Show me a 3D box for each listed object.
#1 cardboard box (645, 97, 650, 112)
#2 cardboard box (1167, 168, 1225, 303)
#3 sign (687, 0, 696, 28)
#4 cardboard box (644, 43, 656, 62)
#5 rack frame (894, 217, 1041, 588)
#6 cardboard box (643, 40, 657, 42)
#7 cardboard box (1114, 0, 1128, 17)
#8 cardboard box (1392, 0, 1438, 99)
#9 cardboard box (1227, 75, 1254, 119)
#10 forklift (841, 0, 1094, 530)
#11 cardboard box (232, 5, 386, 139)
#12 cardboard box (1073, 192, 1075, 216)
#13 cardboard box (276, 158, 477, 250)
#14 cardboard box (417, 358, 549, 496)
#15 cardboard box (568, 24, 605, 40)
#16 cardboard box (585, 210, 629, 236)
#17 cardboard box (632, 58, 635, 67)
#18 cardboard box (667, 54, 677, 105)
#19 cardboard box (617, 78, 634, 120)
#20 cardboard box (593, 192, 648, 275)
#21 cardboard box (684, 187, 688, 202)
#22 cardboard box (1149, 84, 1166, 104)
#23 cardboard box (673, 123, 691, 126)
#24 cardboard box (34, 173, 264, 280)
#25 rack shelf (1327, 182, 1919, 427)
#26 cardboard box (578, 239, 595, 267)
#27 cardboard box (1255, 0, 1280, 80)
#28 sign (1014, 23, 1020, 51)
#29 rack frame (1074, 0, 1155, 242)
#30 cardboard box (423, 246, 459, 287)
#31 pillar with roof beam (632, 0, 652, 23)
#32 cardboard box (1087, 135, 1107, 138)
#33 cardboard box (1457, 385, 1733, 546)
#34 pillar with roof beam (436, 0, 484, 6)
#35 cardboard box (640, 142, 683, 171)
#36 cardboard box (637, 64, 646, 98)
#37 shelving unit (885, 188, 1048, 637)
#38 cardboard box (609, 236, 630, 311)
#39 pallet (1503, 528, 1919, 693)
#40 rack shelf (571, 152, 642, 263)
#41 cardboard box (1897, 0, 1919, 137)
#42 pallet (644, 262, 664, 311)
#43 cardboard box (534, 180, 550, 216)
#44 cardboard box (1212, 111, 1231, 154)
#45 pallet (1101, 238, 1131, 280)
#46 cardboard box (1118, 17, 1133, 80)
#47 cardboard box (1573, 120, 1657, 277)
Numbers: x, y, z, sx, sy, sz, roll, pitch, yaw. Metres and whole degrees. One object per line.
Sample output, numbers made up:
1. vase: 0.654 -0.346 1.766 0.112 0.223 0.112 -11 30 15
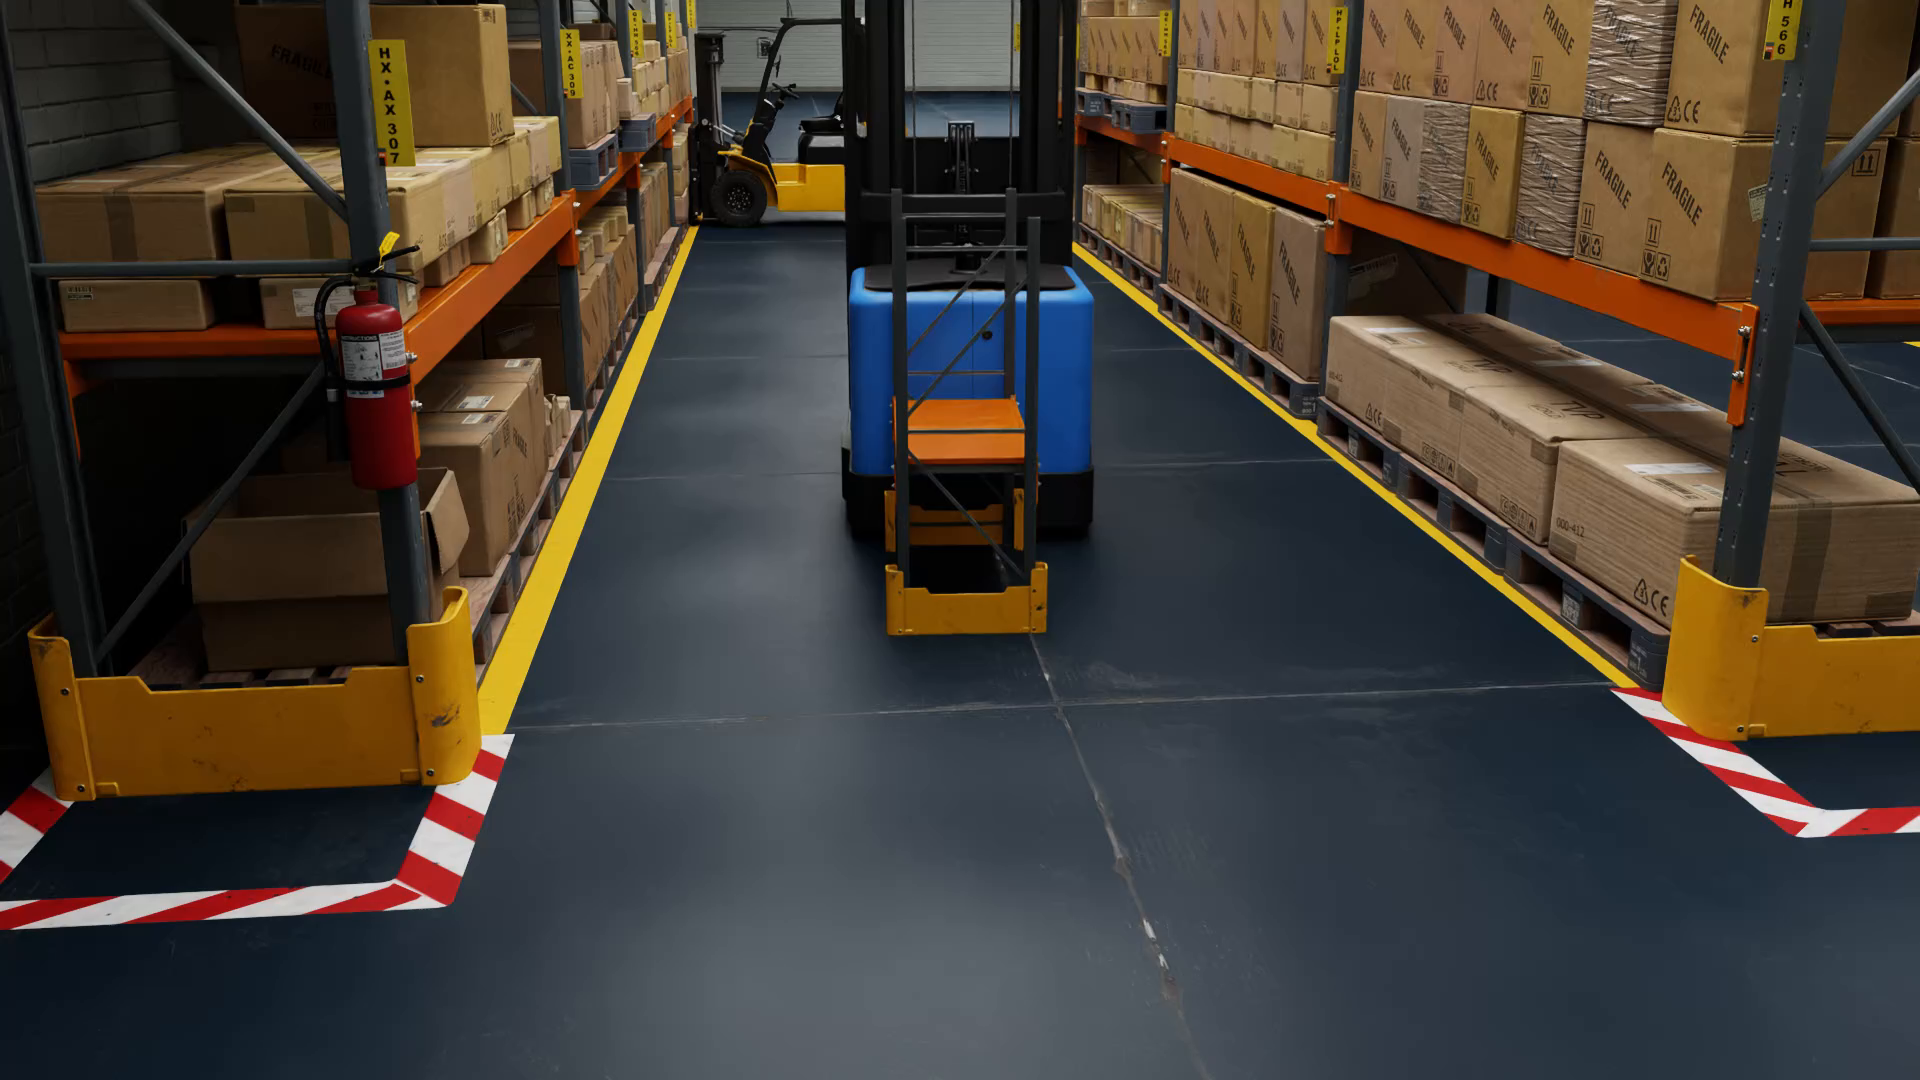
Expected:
1. cardboard box: -2.781 -3.479 13.501 0.500 0.250 0.500 -2 18 -7
2. cardboard box: 2.054 -2.240 12.151 0.875 0.875 0.875 -2 18 -6
3. sign: -3.155 -6.169 19.490 0.100 0.325 0.005 -2 18 -6
4. cardboard box: -2.762 -4.105 13.995 0.380 0.149 0.250 -2 18 -7
5. rack frame: 0.024 -0.380 5.884 0.500 1.500 0.032 -1 17 -3
6. cardboard box: -3.055 -4.759 16.079 0.380 0.149 0.250 -2 18 -7
7. cardboard box: 1.564 -4.682 14.634 0.380 0.149 0.250 -1 17 -3
8. cardboard box: 2.332 -2.295 7.643 0.500 0.500 0.500 -2 18 -6
9. cardboard box: 2.003 -2.816 10.554 0.500 0.250 0.500 -1 17 -5
10. forklift: -0.017 -1.831 8.115 1.130 2.935 3.031 -1 17 -3
11. cardboard box: -2.570 -1.892 6.697 0.500 0.500 0.500 -2 18 -7
12. cardboard box: 1.325 -3.510 17.239 0.500 0.250 0.500 -1 17 -3
13. cardboard box: -1.877 -1.088 5.389 0.500 0.250 0.500 -2 17 -5
14. cardboard box: -2.171 -0.482 7.177 0.700 0.500 0.500 -2 18 -8
15. cardboard box: -3.617 -4.884 15.980 0.380 0.149 0.250 -2 18 -6
16. cardboard box: -2.509 -2.205 11.582 0.380 0.149 0.250 -3 18 -9
17. cardboard box: -2.611 -3.569 12.286 0.380 0.149 0.250 -1 17 -4
18. cardboard box: -3.140 -4.642 16.788 0.500 0.500 0.500 -1 17 -5
19. cardboard box: -2.440 -2.932 11.057 0.500 0.250 0.500 -3 18 -8
20. cardboard box: -2.922 -2.361 12.953 0.875 0.625 0.625 -1 17 -4
21. cardboard box: -3.072 -3.493 17.184 0.500 0.250 0.500 -2 18 -7
22. cardboard box: 1.698 -3.510 13.069 0.380 0.149 0.250 -2 17 -5
23. cardboard box: -3.339 -4.729 19.452 0.500 0.250 0.500 -1 17 -4
24. cardboard box: -2.357 -0.923 4.863 0.500 0.250 0.500 -1 17 -4
25. rack shelf: 2.685 -1.131 6.973 1.077 0.370 4.000 -2 18 -6
26. cardboard box: -2.428 -1.735 10.085 0.380 0.149 0.250 -1 17 -4
27. cardboard box: 2.089 -3.026 9.971 0.500 0.500 0.500 -1 17 -4
28. sign: 0.701 -6.042 19.968 0.100 0.325 0.005 -2 18 -6
29. rack frame: 1.653 -4.454 16.355 1.000 3.000 0.127 -2 18 -6
30. cardboard box: -1.906 -0.939 5.580 0.380 0.149 0.250 -1 17 -4
31. pillar with roof beam: -1.477 -11.826 29.823 9.100 9.000 0.400 -2 18 -6
32. cardboard box: 1.271 -4.019 17.609 0.500 0.500 0.500 -1 17 -5
33. cardboard box: 2.621 -0.322 6.772 0.875 0.438 0.875 -1 17 -4
34. pillar with roof beam: 0.380 -6.463 12.741 9.100 9.000 0.400 -2 18 -6
35. cardboard box: -3.022 -3.818 16.552 0.500 0.250 0.500 -2 18 -6
36. cardboard box: -2.724 -3.563 12.935 0.500 0.250 0.500 -1 17 -4
37. shelving unit: 0.000 -0.530 6.360 0.587 1.500 1.083 -1 17 -3
38. cardboard box: -2.573 -1.846 11.522 0.500 0.500 0.500 -2 18 -6
39. pallet: 2.731 0.216 6.136 1.003 0.211 1.213 -2 18 -6
40. rack shelf: -2.665 -2.168 10.277 1.077 0.370 4.000 -2 18 -6
41. cardboard box: 3.125 -1.555 5.286 0.500 0.500 0.500 -2 18 -7
42. pallet: -2.917 -2.023 13.270 1.003 0.211 1.213 -2 18 -6
43. cardboard box: -2.075 -1.555 7.542 0.380 0.149 0.250 -1 17 -4
44. cardboard box: 1.985 -2.728 11.108 0.500 0.250 0.500 -1 17 -4
45. pallet: 1.864 -2.527 14.874 1.003 0.211 1.213 -2 18 -6
46. cardboard box: 1.625 -4.083 13.809 0.500 0.500 0.500 -3 18 -9
47. cardboard box: 2.541 -1.212 5.862 0.500 0.500 0.500 -2 18 -7
